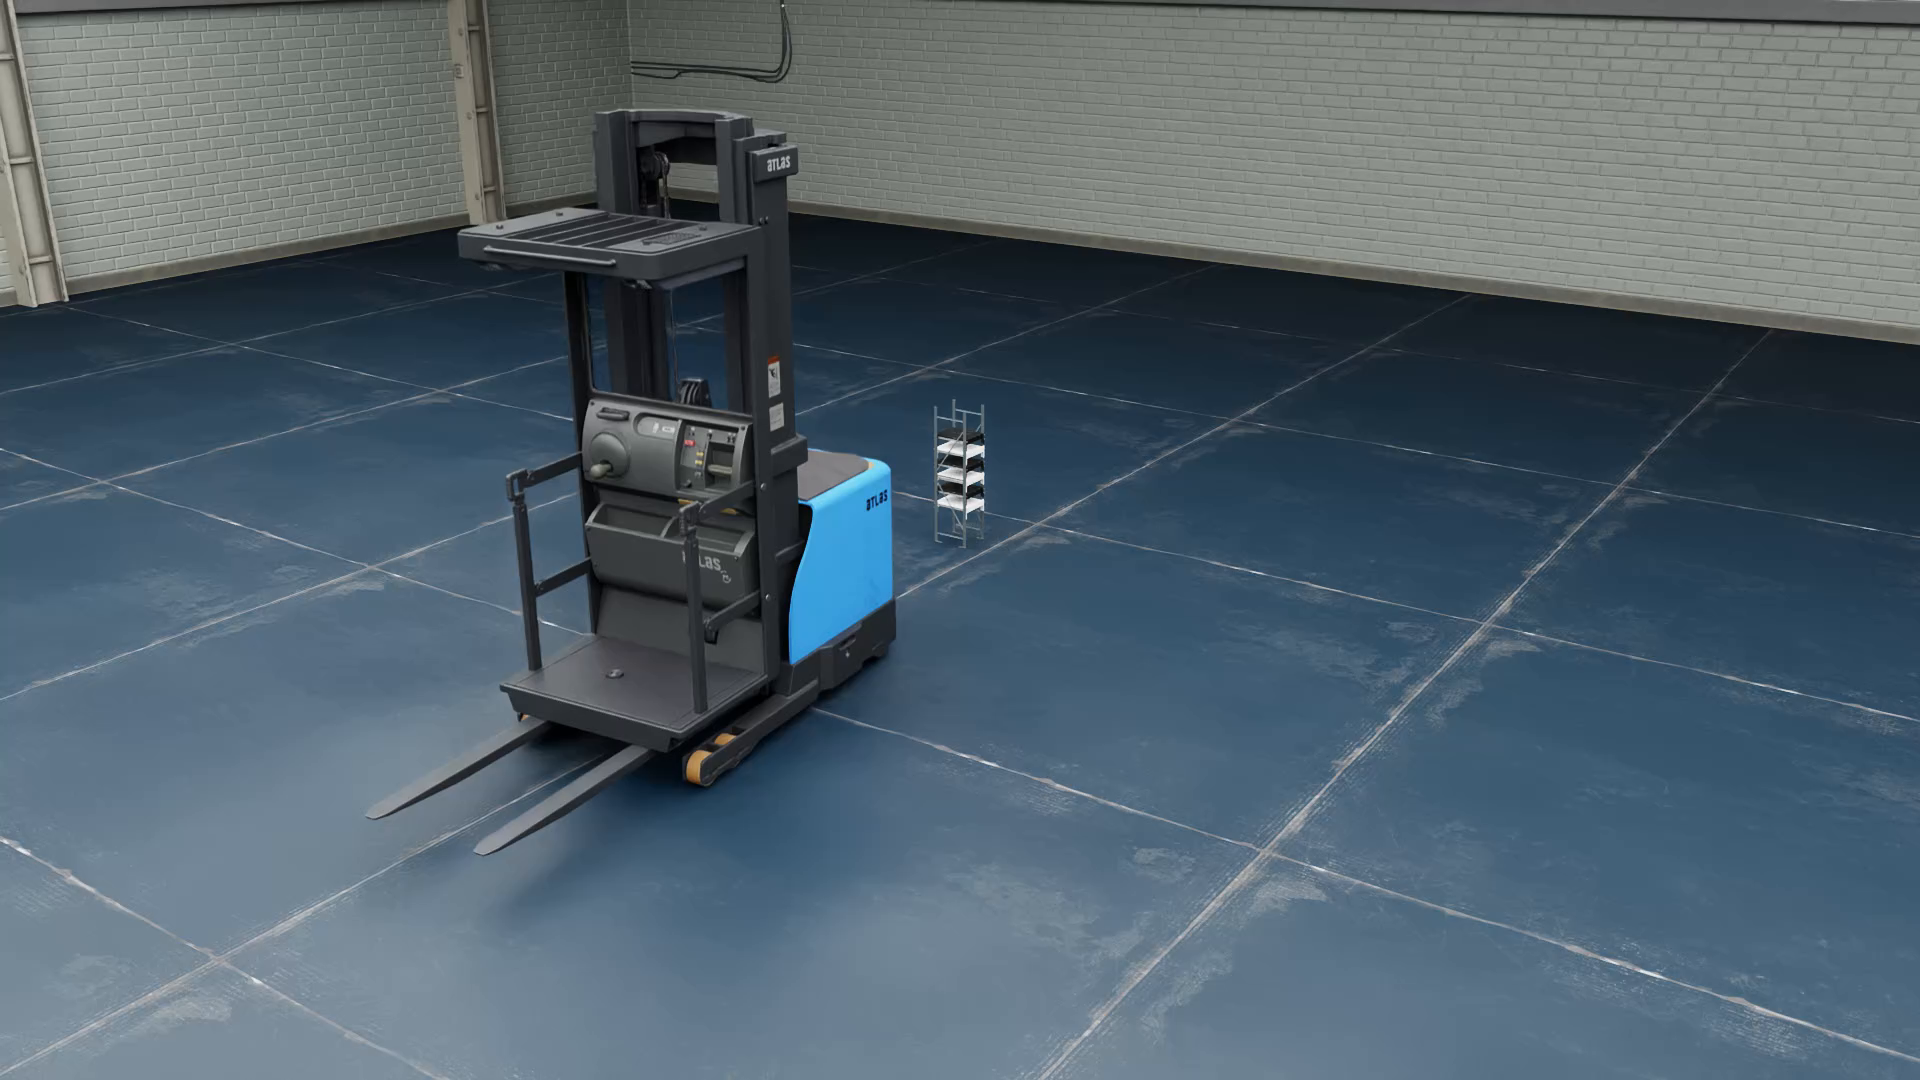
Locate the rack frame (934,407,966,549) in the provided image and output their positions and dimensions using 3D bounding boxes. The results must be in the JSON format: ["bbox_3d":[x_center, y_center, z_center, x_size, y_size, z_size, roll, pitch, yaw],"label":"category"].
[{"bbox_3d":[-0.062,-0.391,10.524,0.240,0.900,0.006,13,24,32],"label":"rack frame"}]

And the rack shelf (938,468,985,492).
[{"bbox_3d":[-0.005,-0.388,10.614,0.258,0.077,0.200,13,24,32],"label":"rack shelf"}]

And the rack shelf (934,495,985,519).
[{"bbox_3d":[-0.005,-0.220,10.677,0.258,0.077,0.200,13,24,32],"label":"rack shelf"}]

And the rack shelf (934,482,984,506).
[{"bbox_3d":[-0.005,-0.304,10.645,0.258,0.077,0.200,13,24,32],"label":"rack shelf"}]

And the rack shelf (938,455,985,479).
[{"bbox_3d":[-0.005,-0.473,10.583,0.258,0.077,0.200,13,24,32],"label":"rack shelf"}]

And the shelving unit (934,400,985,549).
[{"bbox_3d":[-0.005,-0.420,10.603,0.258,0.900,0.210,13,24,32],"label":"shelving unit"}]

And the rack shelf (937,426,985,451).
[{"bbox_3d":[-0.005,-0.642,10.520,0.258,0.077,0.200,13,24,32],"label":"rack shelf"}]

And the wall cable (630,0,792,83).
[{"bbox_3d":[-3.551,-7.583,22.769,3.097,2.526,0.112,13,24,32],"label":"wall cable"}]

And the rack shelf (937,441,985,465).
[{"bbox_3d":[-0.005,-0.557,10.552,0.258,0.077,0.200,13,24,32],"label":"rack shelf"}]

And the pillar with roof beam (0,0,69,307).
[{"bbox_3d":[-6.113,-5.891,13.719,9.100,9.000,0.400,13,24,32],"label":"pillar with roof beam"}]

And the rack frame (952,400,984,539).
[{"bbox_3d":[0.053,-0.449,10.681,0.240,0.900,0.006,13,24,32],"label":"rack frame"}]

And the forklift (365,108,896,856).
[{"bbox_3d":[-1.493,-0.413,7.658,1.130,2.935,3.031,11,23,26],"label":"forklift"}]

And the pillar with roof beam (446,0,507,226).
[{"bbox_3d":[-2.740,-7.612,18.373,9.100,9.000,0.400,13,24,32],"label":"pillar with roof beam"}]
